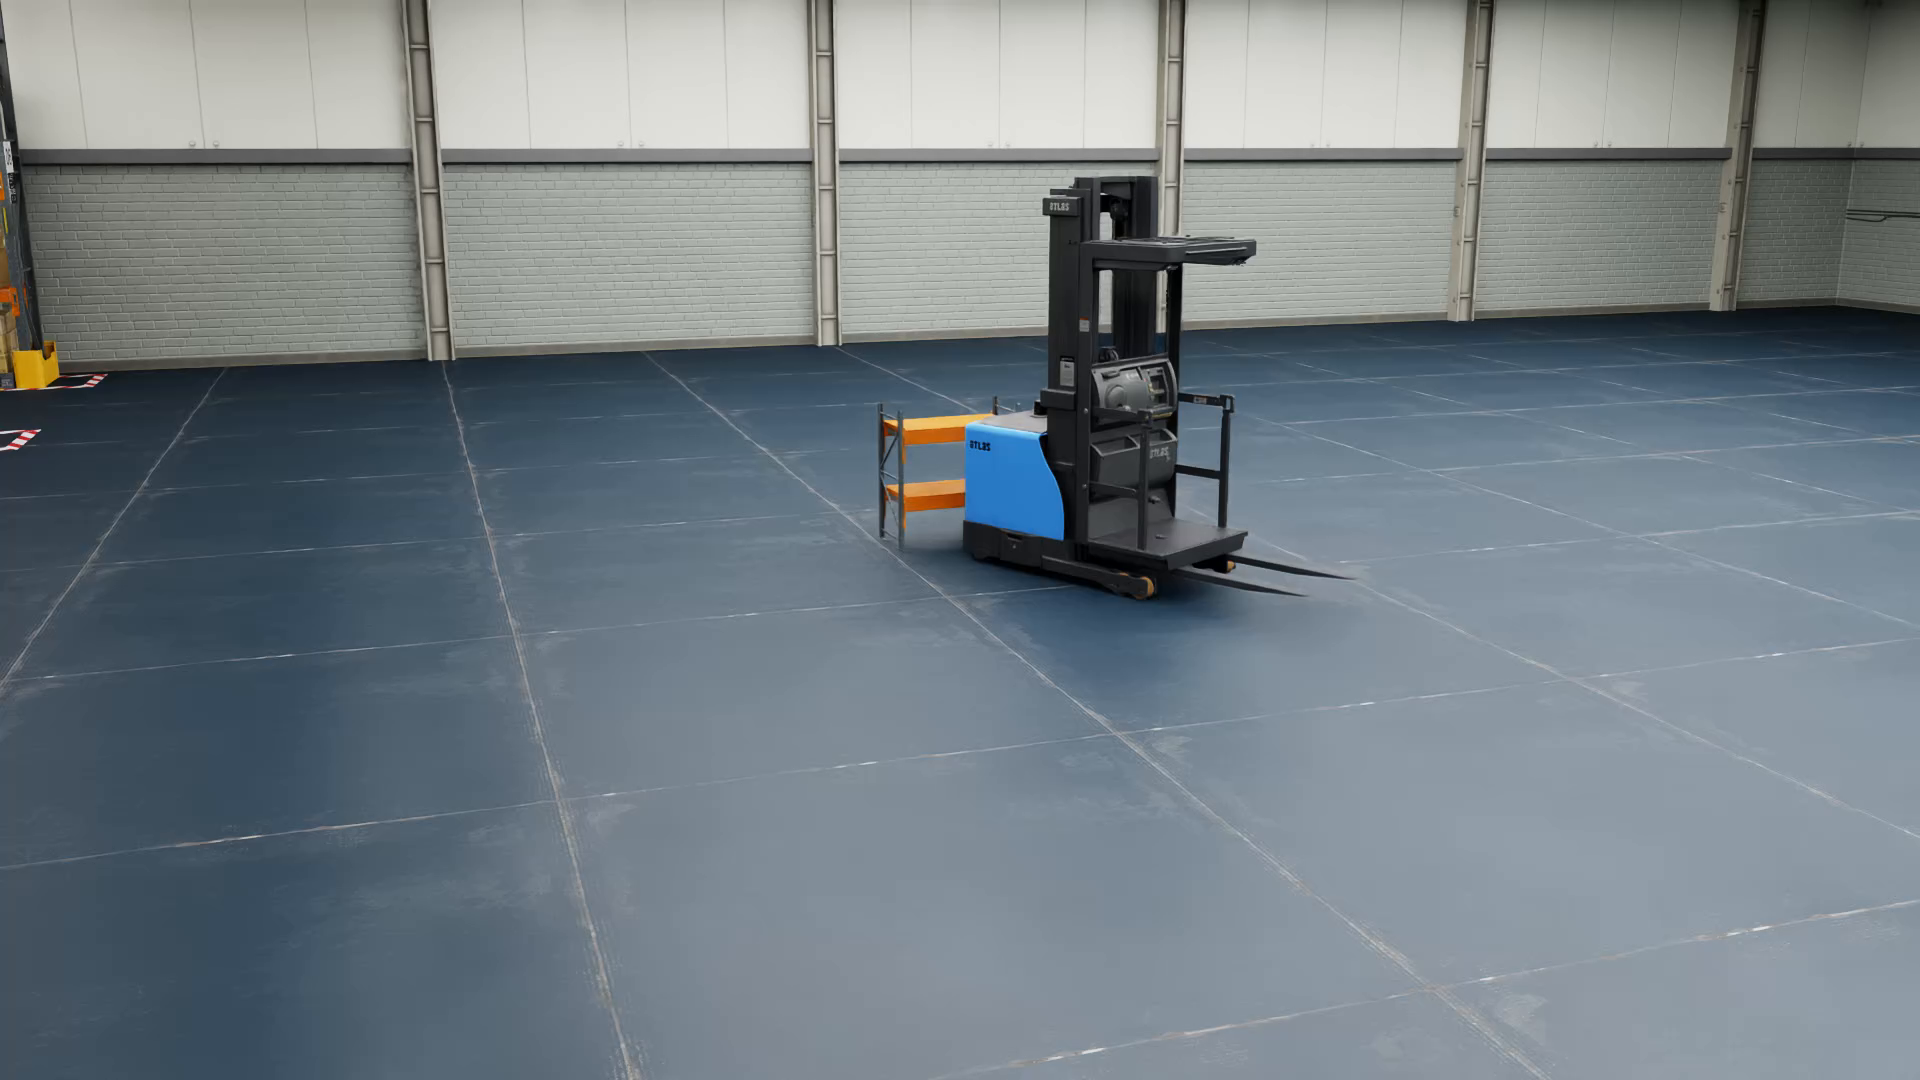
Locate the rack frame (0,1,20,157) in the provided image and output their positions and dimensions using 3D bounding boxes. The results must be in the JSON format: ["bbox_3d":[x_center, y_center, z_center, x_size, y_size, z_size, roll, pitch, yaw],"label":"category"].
[{"bbox_3d":[-12.569,-6.517,21.593,0.127,3.000,1.000,-4,14,-18],"label":"rack frame"}]

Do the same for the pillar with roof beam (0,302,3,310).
[{"bbox_3d":[-12.143,-5.719,18.239,0.400,9.000,9.100,-4,14,-18],"label":"pillar with roof beam"}]

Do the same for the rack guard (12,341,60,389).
[{"bbox_3d":[-12.546,-2.384,22.584,0.348,0.500,1.175,-4,14,-18],"label":"rack guard"}]

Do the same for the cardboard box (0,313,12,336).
[{"bbox_3d":[-12.906,-2.849,22.011,0.500,0.250,0.500,-4,14,-16],"label":"cardboard box"}]

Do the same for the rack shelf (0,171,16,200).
[{"bbox_3d":[-14.464,-4.560,21.403,4.000,0.370,1.077,-4,14,-18],"label":"rack shelf"}]

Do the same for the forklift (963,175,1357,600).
[{"bbox_3d":[1.439,-1.134,12.076,3.031,2.935,1.130,12,18,42],"label":"forklift"}]

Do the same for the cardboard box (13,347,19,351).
[{"bbox_3d":[-13.097,-2.471,22.585,0.500,0.250,0.500,-4,14,-18],"label":"cardboard box"}]

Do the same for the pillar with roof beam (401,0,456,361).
[{"bbox_3d":[-6.457,-6.162,20.101,0.400,9.000,9.100,-4,14,-18],"label":"pillar with roof beam"}]

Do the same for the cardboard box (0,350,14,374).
[{"bbox_3d":[-12.913,-2.361,22.120,0.500,0.250,0.500,-4,14,-18],"label":"cardboard box"}]

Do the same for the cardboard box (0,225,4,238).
[{"bbox_3d":[-12.955,-4.129,22.259,0.250,0.149,0.380,-5,14,-19],"label":"cardboard box"}]

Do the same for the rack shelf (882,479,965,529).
[{"bbox_3d":[-0.086,-0.319,13.608,1.000,0.278,0.538,-6,14,-22],"label":"rack shelf"}]

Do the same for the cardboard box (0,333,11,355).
[{"bbox_3d":[-12.930,-2.603,22.060,0.500,0.250,0.500,-5,14,-19],"label":"cardboard box"}]

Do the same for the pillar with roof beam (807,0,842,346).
[{"bbox_3d":[-0.770,-6.604,21.962,0.400,9.000,9.100,-4,14,-18],"label":"pillar with roof beam"}]

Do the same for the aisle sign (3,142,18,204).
[{"bbox_3d":[-12.413,-4.803,21.736,0.004,0.787,0.394,-4,14,-18],"label":"aisle sign"}]

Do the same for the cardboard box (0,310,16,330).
[{"bbox_3d":[-13.085,-2.957,22.467,0.500,0.250,0.500,-5,14,-19],"label":"cardboard box"}]

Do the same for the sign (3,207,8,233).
[{"bbox_3d":[-12.409,-4.157,21.622,0.005,0.325,0.100,-4,14,-18],"label":"sign"}]

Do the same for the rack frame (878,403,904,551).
[{"bbox_3d":[-0.555,-0.511,13.359,0.032,1.125,0.500,-6,14,-22],"label":"rack frame"}]

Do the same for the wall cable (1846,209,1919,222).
[{"bbox_3d":[18.131,-7.294,31.571,0.112,2.526,3.097,-4,14,-18],"label":"wall cable"}]

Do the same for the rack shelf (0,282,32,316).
[{"bbox_3d":[-14.464,-3.101,21.750,4.000,0.370,1.077,-4,14,-18],"label":"rack shelf"}]

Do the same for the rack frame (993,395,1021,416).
[{"bbox_3d":[0.382,-0.602,13.743,0.032,1.125,0.500,-6,14,-22],"label":"rack frame"}]

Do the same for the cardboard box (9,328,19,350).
[{"bbox_3d":[-13.081,-2.719,22.545,0.500,0.250,0.500,-4,14,-17],"label":"cardboard box"}]

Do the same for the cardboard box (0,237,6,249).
[{"bbox_3d":[-12.973,-3.994,22.335,0.250,0.149,0.380,-5,14,-20],"label":"cardboard box"}]

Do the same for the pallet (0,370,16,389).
[{"bbox_3d":[-13.280,-2.176,22.334,1.213,0.211,1.003,-4,14,-18],"label":"pallet"}]

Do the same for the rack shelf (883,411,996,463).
[{"bbox_3d":[-0.086,-0.841,13.483,1.000,0.278,0.538,-6,14,-22],"label":"rack shelf"}]

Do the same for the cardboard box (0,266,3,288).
[{"bbox_3d":[-12.952,-3.553,21.881,0.500,0.500,0.500,-5,14,-19],"label":"cardboard box"}]

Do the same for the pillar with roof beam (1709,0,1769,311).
[{"bbox_3d":[16.290,-7.933,27.547,0.400,9.000,9.100,-4,14,-18],"label":"pillar with roof beam"}]

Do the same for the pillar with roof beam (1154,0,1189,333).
[{"bbox_3d":[4.917,-7.047,23.824,0.400,9.000,9.100,-4,14,-18],"label":"pillar with roof beam"}]

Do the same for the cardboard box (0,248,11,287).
[{"bbox_3d":[-13.127,-3.671,22.378,0.500,0.500,0.500,-4,14,-16],"label":"cardboard box"}]

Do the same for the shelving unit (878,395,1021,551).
[{"bbox_3d":[-0.086,-0.556,13.551,1.048,1.125,0.538,-6,14,-22],"label":"shelving unit"}]

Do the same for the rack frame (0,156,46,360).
[{"bbox_3d":[-12.569,-3.598,22.288,0.127,3.000,1.000,-4,14,-18],"label":"rack frame"}]

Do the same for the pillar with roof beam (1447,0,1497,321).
[{"bbox_3d":[10.603,-7.490,25.686,0.400,9.000,9.100,-4,14,-18],"label":"pillar with roof beam"}]

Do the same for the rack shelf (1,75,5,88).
[{"bbox_3d":[-14.464,-5.825,21.102,4.000,0.370,1.077,-4,14,-18],"label":"rack shelf"}]
